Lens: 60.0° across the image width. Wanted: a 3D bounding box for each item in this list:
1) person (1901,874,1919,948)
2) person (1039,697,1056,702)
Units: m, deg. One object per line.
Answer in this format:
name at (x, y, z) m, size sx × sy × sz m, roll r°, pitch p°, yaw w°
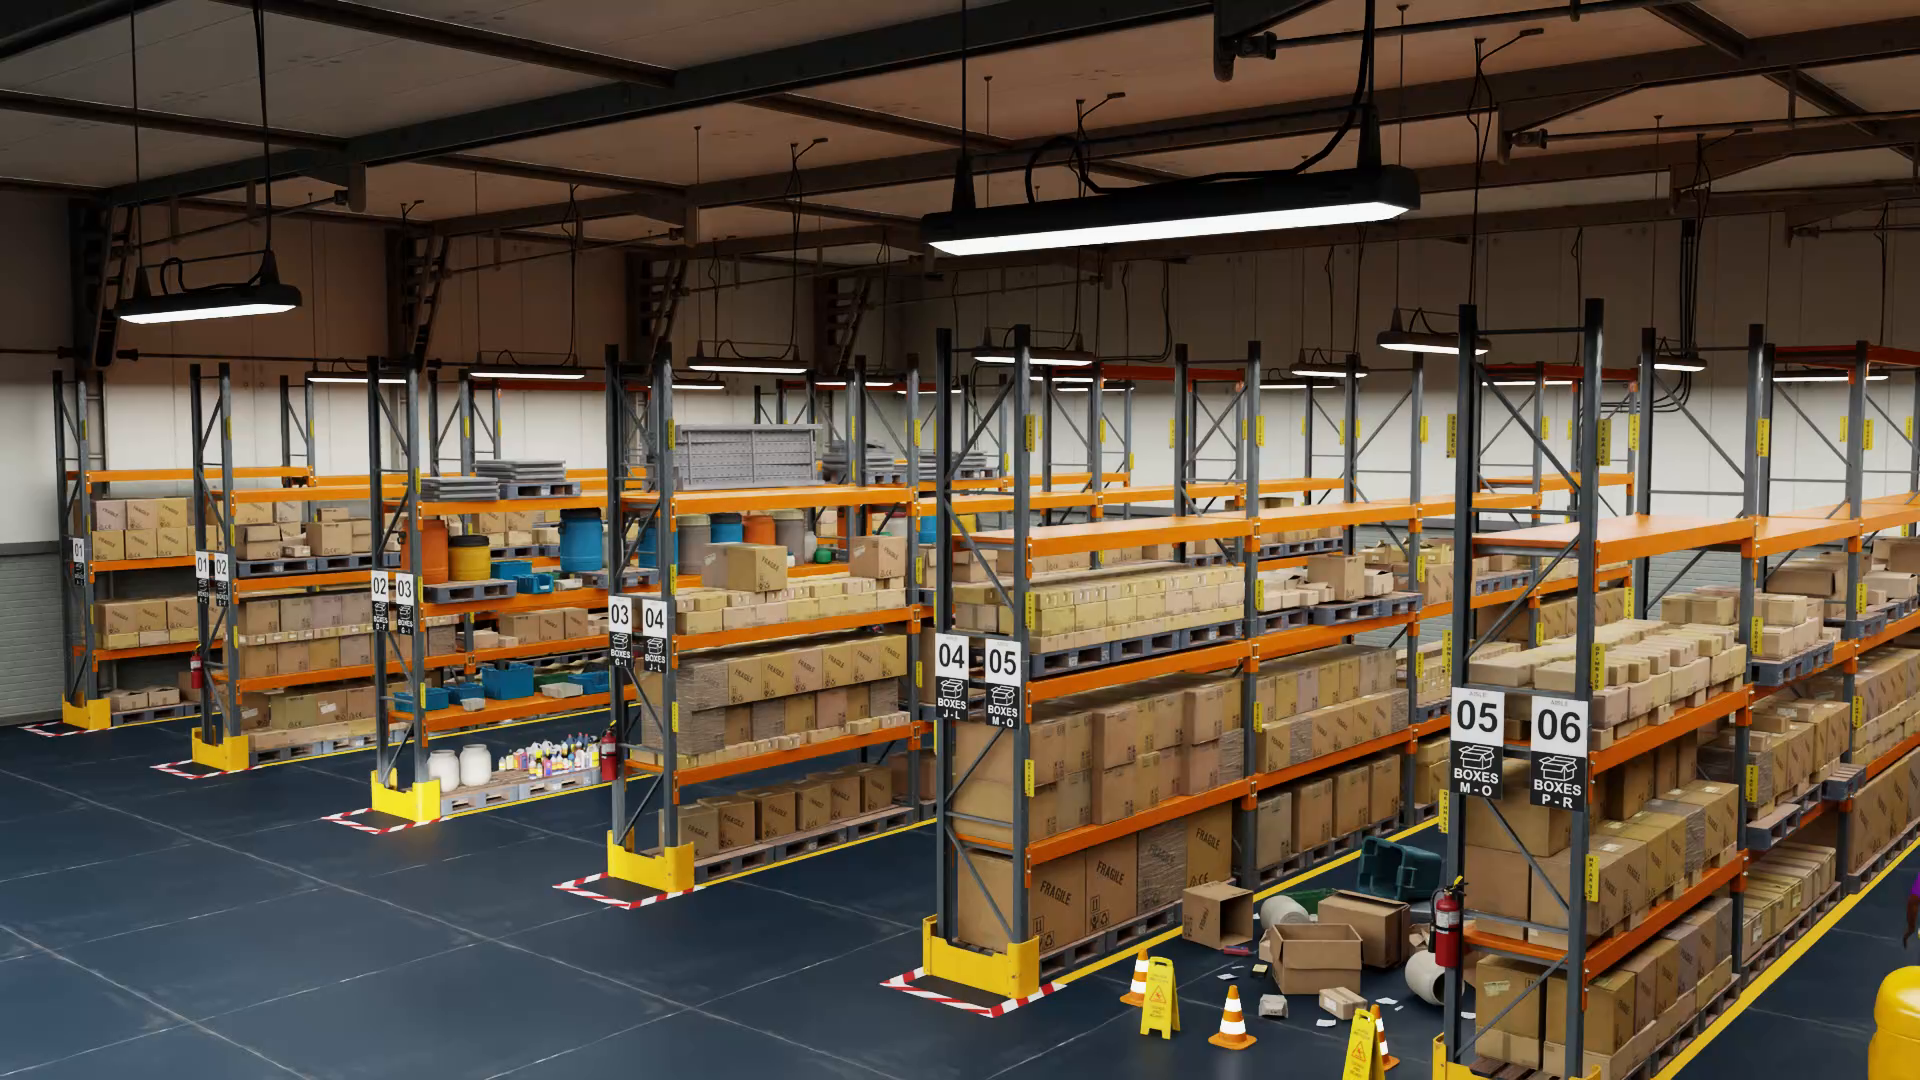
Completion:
person at (8.249, 3.344, 13.871) m, size 0.660 × 1.654 × 0.767 m, roll 4°, pitch 5°, yaw 41°
person at (1.170, 2.724, 21.812) m, size 0.539 × 1.711 × 0.577 m, roll -3°, pitch 5°, yaw -39°
